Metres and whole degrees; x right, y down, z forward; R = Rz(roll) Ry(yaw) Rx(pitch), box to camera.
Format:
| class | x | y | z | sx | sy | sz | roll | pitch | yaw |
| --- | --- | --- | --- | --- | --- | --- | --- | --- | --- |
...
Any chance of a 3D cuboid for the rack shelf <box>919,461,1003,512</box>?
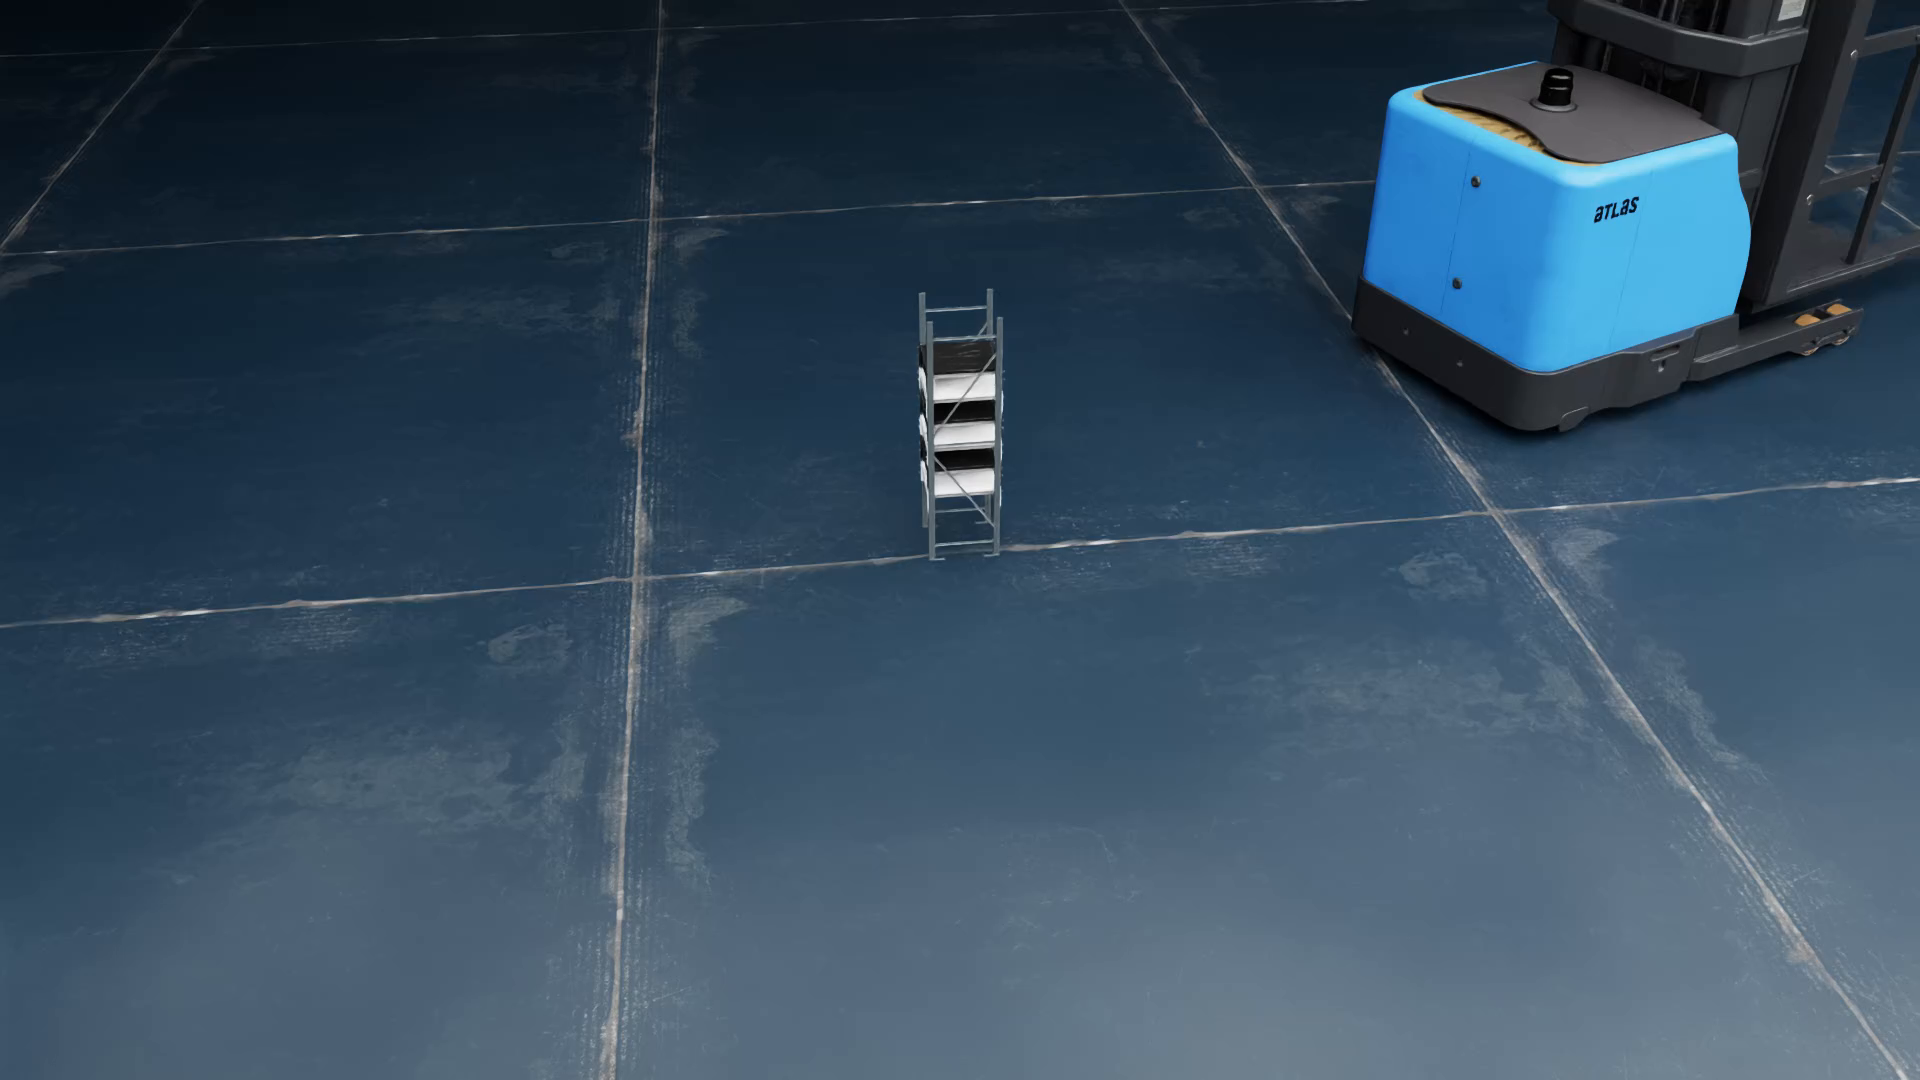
| class | x | y | z | sx | sy | sz | roll | pitch | yaw |
| --- | --- | --- | --- | --- | --- | --- | --- | --- | --- |
| rack shelf | 0.001 | -0.191 | 5.610 | 0.258 | 0.077 | 0.200 | -4 | 35 | -6 |

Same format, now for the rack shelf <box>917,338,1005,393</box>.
| class | x | y | z | sx | sy | sz | roll | pitch | yaw |
| --- | --- | --- | --- | --- | --- | --- | --- | --- | --- |
| rack shelf | 0.001 | -0.563 | 5.357 | 0.258 | 0.077 | 0.200 | -4 | 35 | -6 |

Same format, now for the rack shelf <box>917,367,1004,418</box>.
| class | x | y | z | sx | sy | sz | roll | pitch | yaw |
| --- | --- | --- | --- | --- | --- | --- | --- | --- | --- |
| rack shelf | 0.001 | -0.489 | 5.407 | 0.258 | 0.077 | 0.200 | -4 | 35 | -6 |

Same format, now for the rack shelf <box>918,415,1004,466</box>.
| class | x | y | z | sx | sy | sz | roll | pitch | yaw |
| --- | --- | --- | --- | --- | --- | --- | --- | --- | --- |
| rack shelf | 0.001 | -0.340 | 5.509 | 0.258 | 0.077 | 0.200 | -4 | 35 | -6 |

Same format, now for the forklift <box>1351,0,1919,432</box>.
| class | x | y | z | sx | sy | sz | roll | pitch | yaw |
| --- | --- | --- | --- | --- | --- | --- | --- | --- | --- |
| forklift | 3.165 | -2.213 | 6.394 | 3.031 | 2.935 | 1.130 | -18 | 38 | -24 |

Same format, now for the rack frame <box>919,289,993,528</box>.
| class | x | y | z | sx | sy | sz | roll | pitch | yaw |
| --- | --- | --- | --- | --- | --- | --- | --- | --- | --- |
| rack frame | -0.013 | -0.424 | 5.573 | 0.240 | 0.900 | 0.006 | -4 | 35 | -6 |

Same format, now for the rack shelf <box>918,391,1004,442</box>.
| class | x | y | z | sx | sy | sz | roll | pitch | yaw |
| --- | --- | --- | --- | --- | --- | --- | --- | --- | --- |
| rack shelf | 0.001 | -0.414 | 5.458 | 0.258 | 0.077 | 0.200 | -4 | 35 | -6 |

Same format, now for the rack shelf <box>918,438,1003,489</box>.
| class | x | y | z | sx | sy | sz | roll | pitch | yaw |
| --- | --- | --- | --- | --- | --- | --- | --- | --- | --- |
| rack shelf | 0.001 | -0.265 | 5.559 | 0.258 | 0.077 | 0.200 | -4 | 35 | -6 |

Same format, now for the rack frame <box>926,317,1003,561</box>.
| class | x | y | z | sx | sy | sz | roll | pitch | yaw |
| --- | --- | --- | --- | --- | --- | --- | --- | --- | --- |
| rack frame | 0.015 | -0.311 | 5.407 | 0.240 | 0.900 | 0.006 | -4 | 35 | -6 |

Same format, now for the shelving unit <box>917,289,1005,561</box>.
| class | x | y | z | sx | sy | sz | roll | pitch | yaw |
| --- | --- | --- | --- | --- | --- | --- | --- | --- | --- |
| shelving unit | 0.001 | -0.367 | 5.490 | 0.258 | 0.900 | 0.210 | -4 | 35 | -6 |
